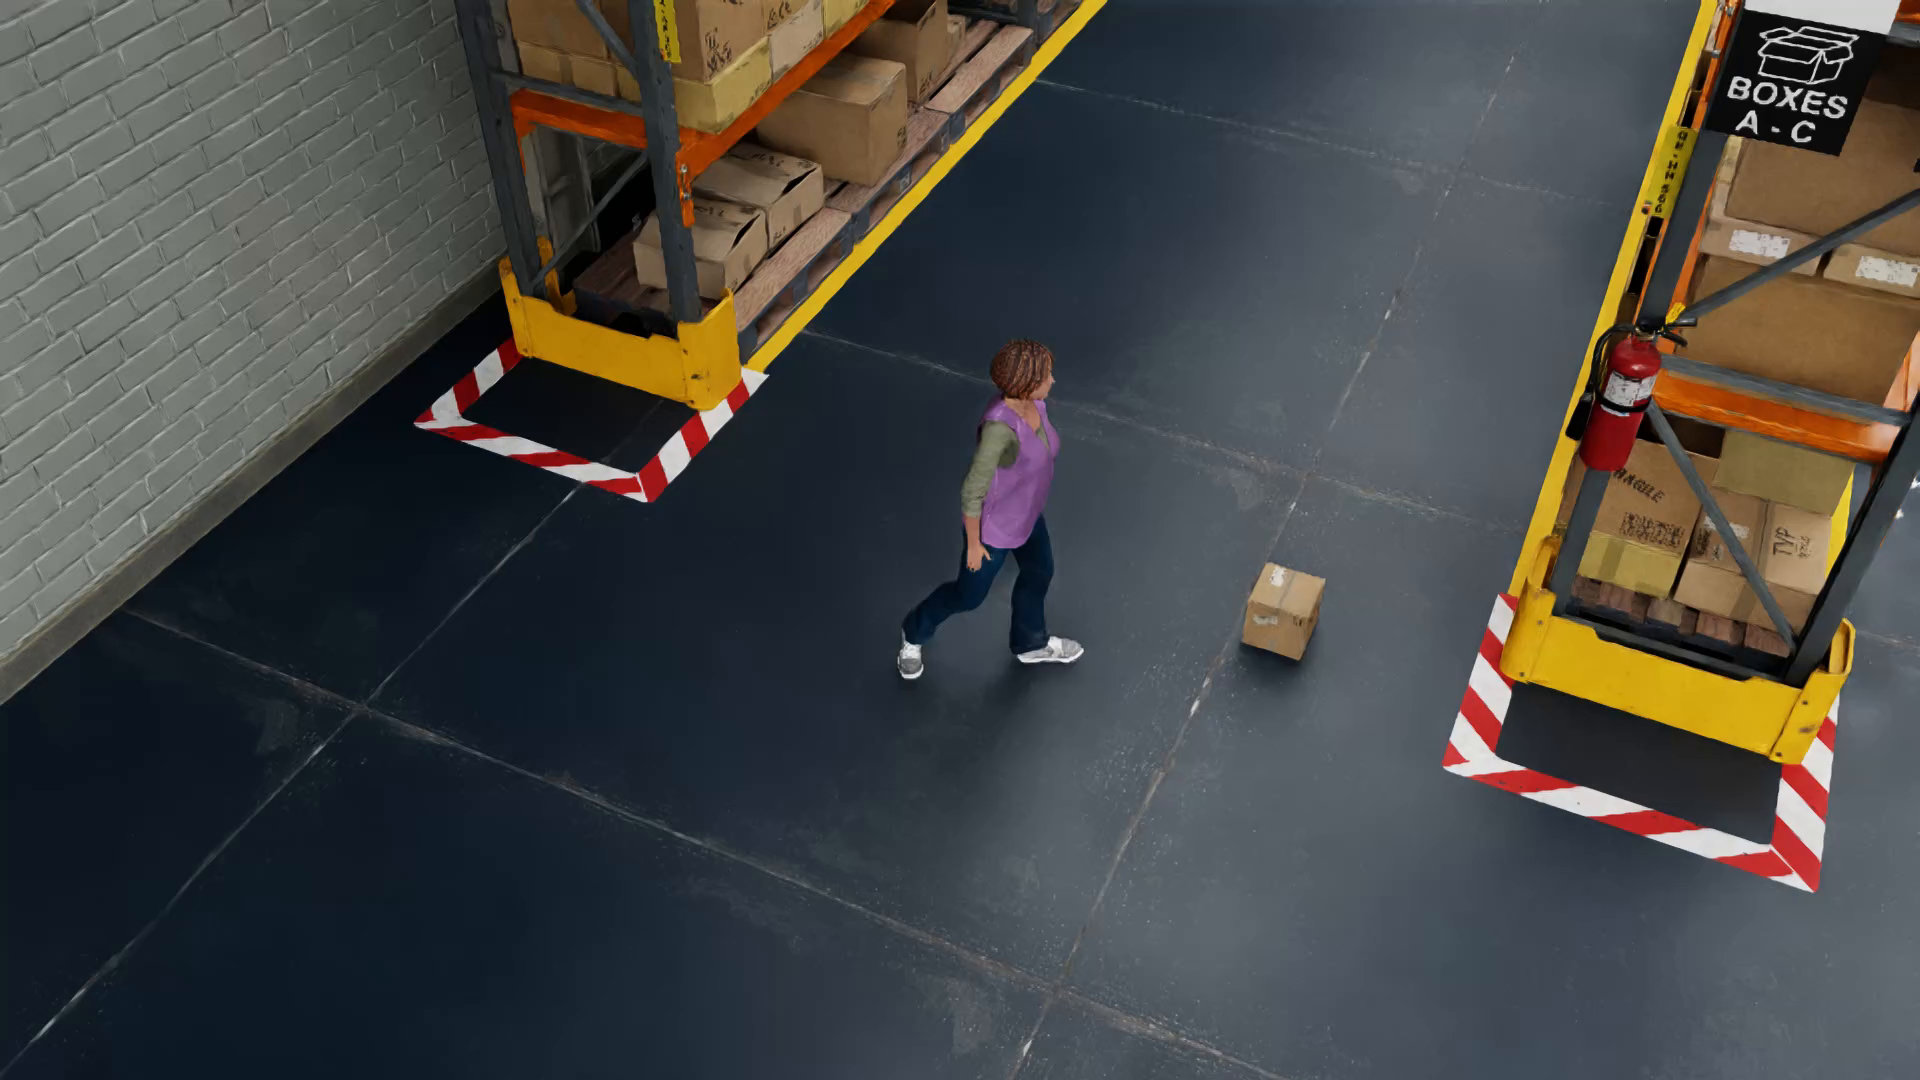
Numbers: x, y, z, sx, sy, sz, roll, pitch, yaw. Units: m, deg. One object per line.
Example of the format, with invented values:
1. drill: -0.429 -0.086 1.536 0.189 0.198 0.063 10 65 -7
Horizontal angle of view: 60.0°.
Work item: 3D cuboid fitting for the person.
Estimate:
1. person: 0.141 -0.124 6.319 0.708 1.553 0.684 15 45 15
